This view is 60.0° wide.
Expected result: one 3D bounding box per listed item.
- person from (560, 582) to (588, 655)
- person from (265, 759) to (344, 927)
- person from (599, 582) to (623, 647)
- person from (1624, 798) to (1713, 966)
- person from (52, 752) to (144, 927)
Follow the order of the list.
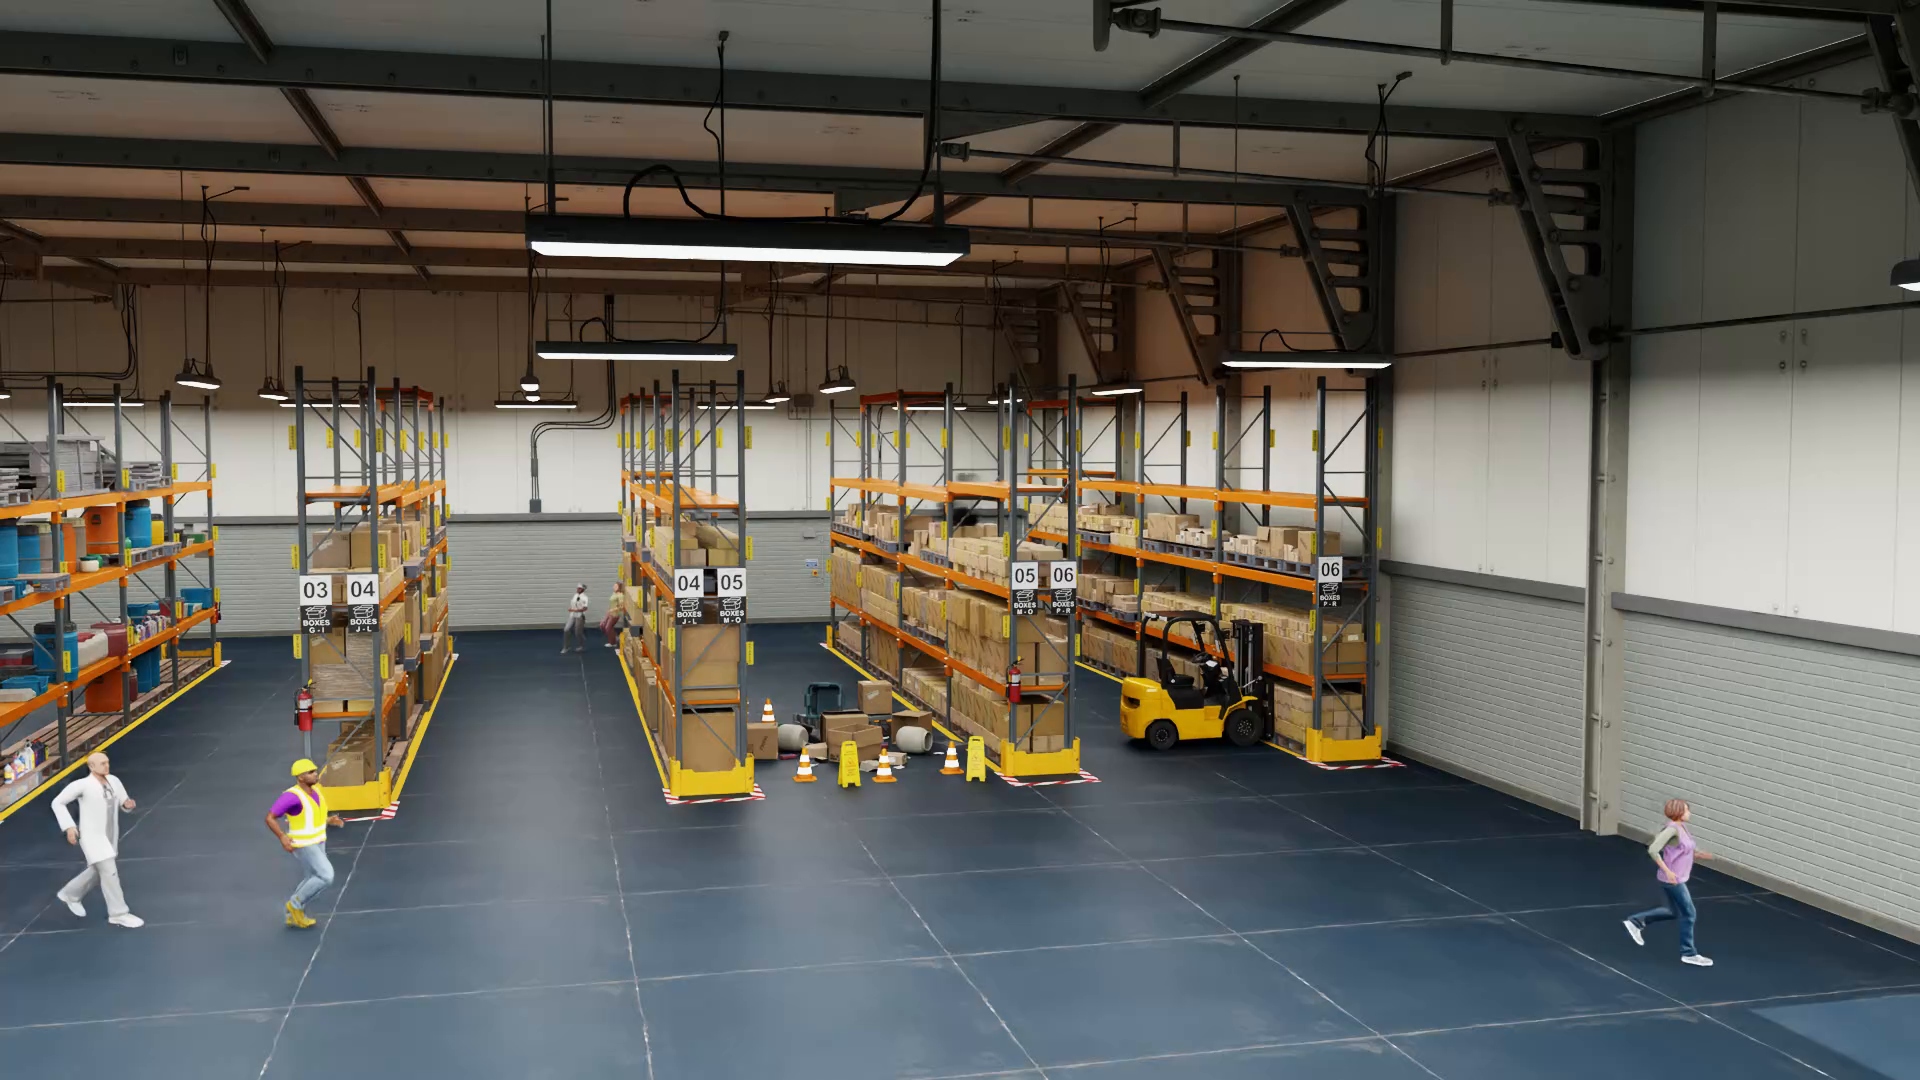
[{"bbox_3d":[-8.973,1.833,39.012,0.577,1.690,0.755,2,4,30],"label":"person"},{"bbox_3d":[-6.646,3.105,17.033,0.634,1.726,0.683,0,3,6],"label":"person"},{"bbox_3d":[-8.397,1.805,40.154,0.530,1.598,0.640,-2,4,-28],"label":"person"},{"bbox_3d":[6.791,3.260,15.931,0.804,1.552,0.538,2,4,31],"label":"person"},{"bbox_3d":[-8.865,3.057,17.083,1.064,1.771,0.699,1,4,13],"label":"person"}]
